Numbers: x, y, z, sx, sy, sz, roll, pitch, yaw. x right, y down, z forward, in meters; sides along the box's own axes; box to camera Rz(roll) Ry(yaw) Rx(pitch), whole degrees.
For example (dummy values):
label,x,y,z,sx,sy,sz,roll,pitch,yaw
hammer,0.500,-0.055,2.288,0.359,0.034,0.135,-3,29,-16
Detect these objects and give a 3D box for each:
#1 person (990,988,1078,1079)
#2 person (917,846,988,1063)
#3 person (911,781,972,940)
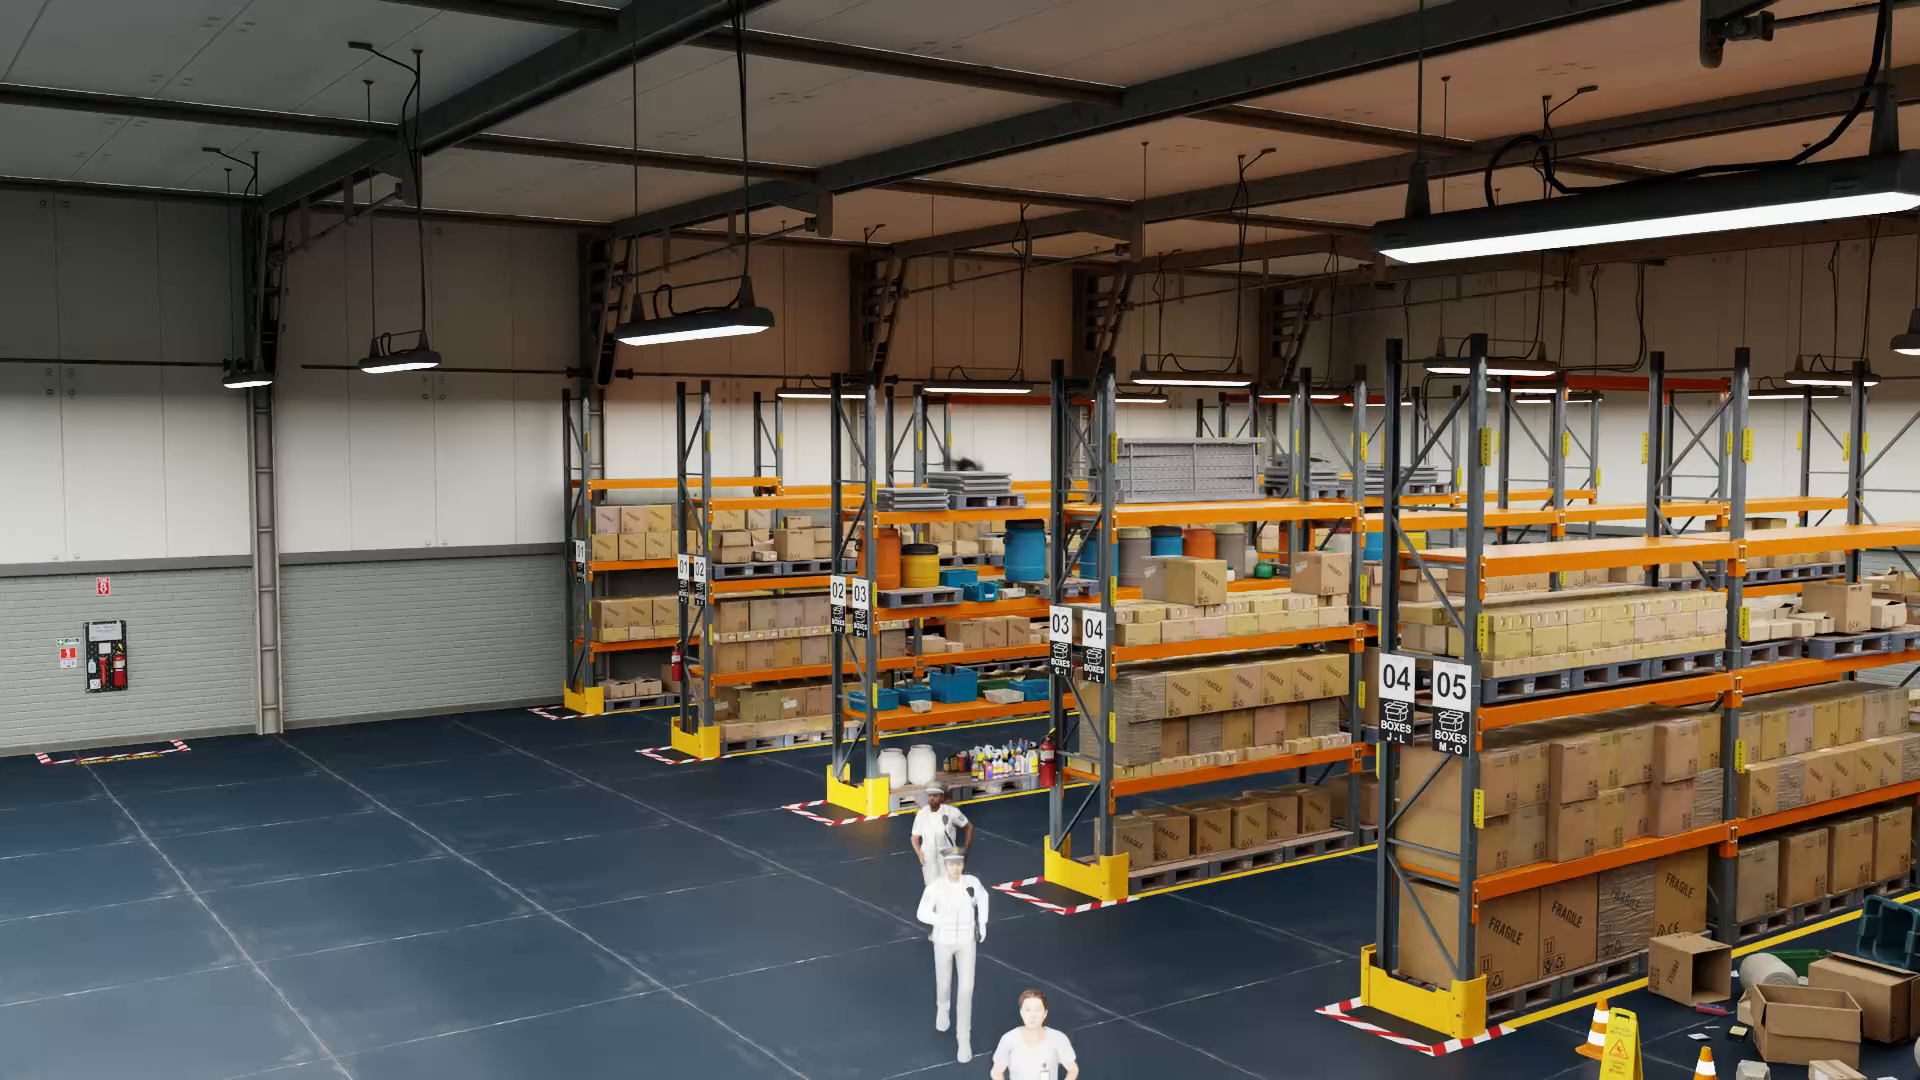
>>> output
label,x,y,z,sx,sy,sz,roll,pitch,yaw
person,0.466,3.668,10.599,0.561,1.620,0.585,0,4,7
person,-0.053,3.400,13.989,0.629,1.722,0.866,0,4,-6
person,-0.208,3.260,16.868,0.601,1.660,0.609,1,4,12
